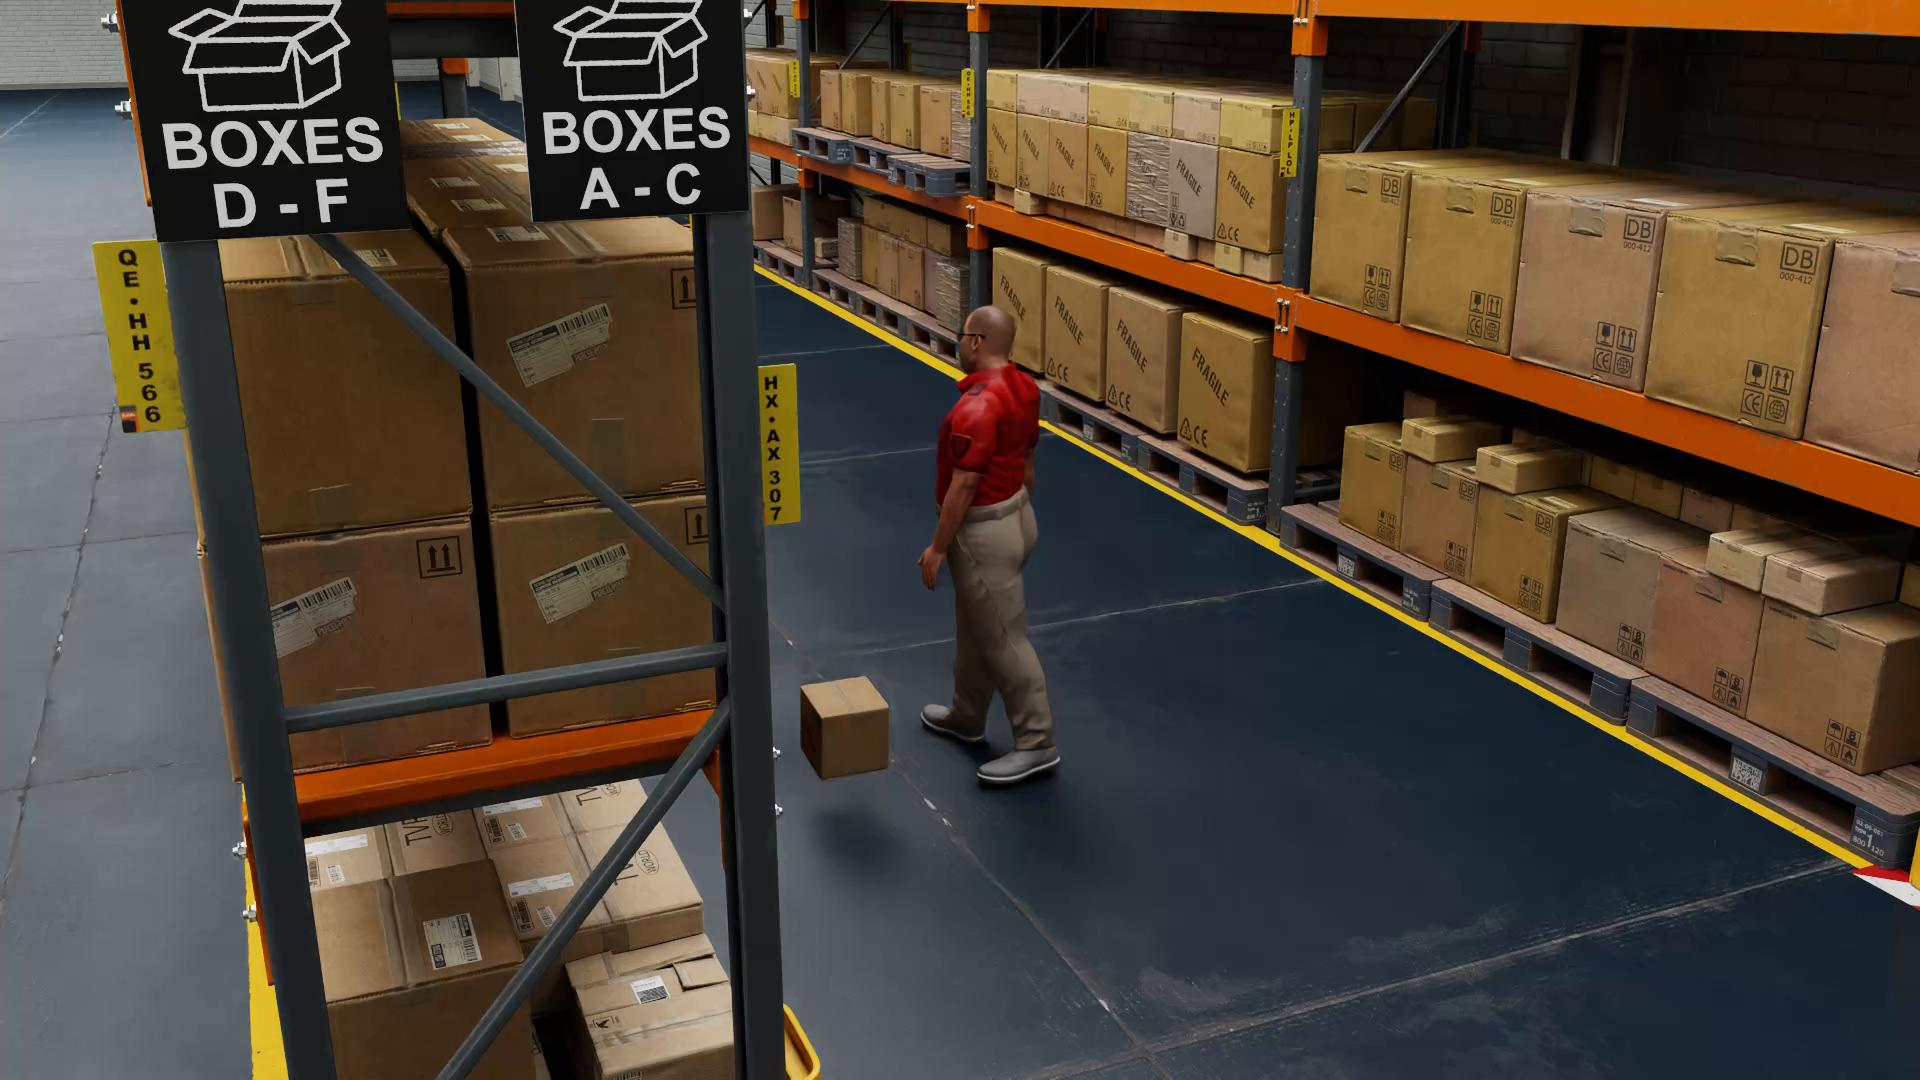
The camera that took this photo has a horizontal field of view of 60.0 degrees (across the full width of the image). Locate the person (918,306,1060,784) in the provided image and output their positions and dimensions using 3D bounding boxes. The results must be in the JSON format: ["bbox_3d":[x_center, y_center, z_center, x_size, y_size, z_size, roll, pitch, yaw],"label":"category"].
[{"bbox_3d":[0.100,-0.012,6.122,0.656,1.719,0.652,7,20,20],"label":"person"}]
